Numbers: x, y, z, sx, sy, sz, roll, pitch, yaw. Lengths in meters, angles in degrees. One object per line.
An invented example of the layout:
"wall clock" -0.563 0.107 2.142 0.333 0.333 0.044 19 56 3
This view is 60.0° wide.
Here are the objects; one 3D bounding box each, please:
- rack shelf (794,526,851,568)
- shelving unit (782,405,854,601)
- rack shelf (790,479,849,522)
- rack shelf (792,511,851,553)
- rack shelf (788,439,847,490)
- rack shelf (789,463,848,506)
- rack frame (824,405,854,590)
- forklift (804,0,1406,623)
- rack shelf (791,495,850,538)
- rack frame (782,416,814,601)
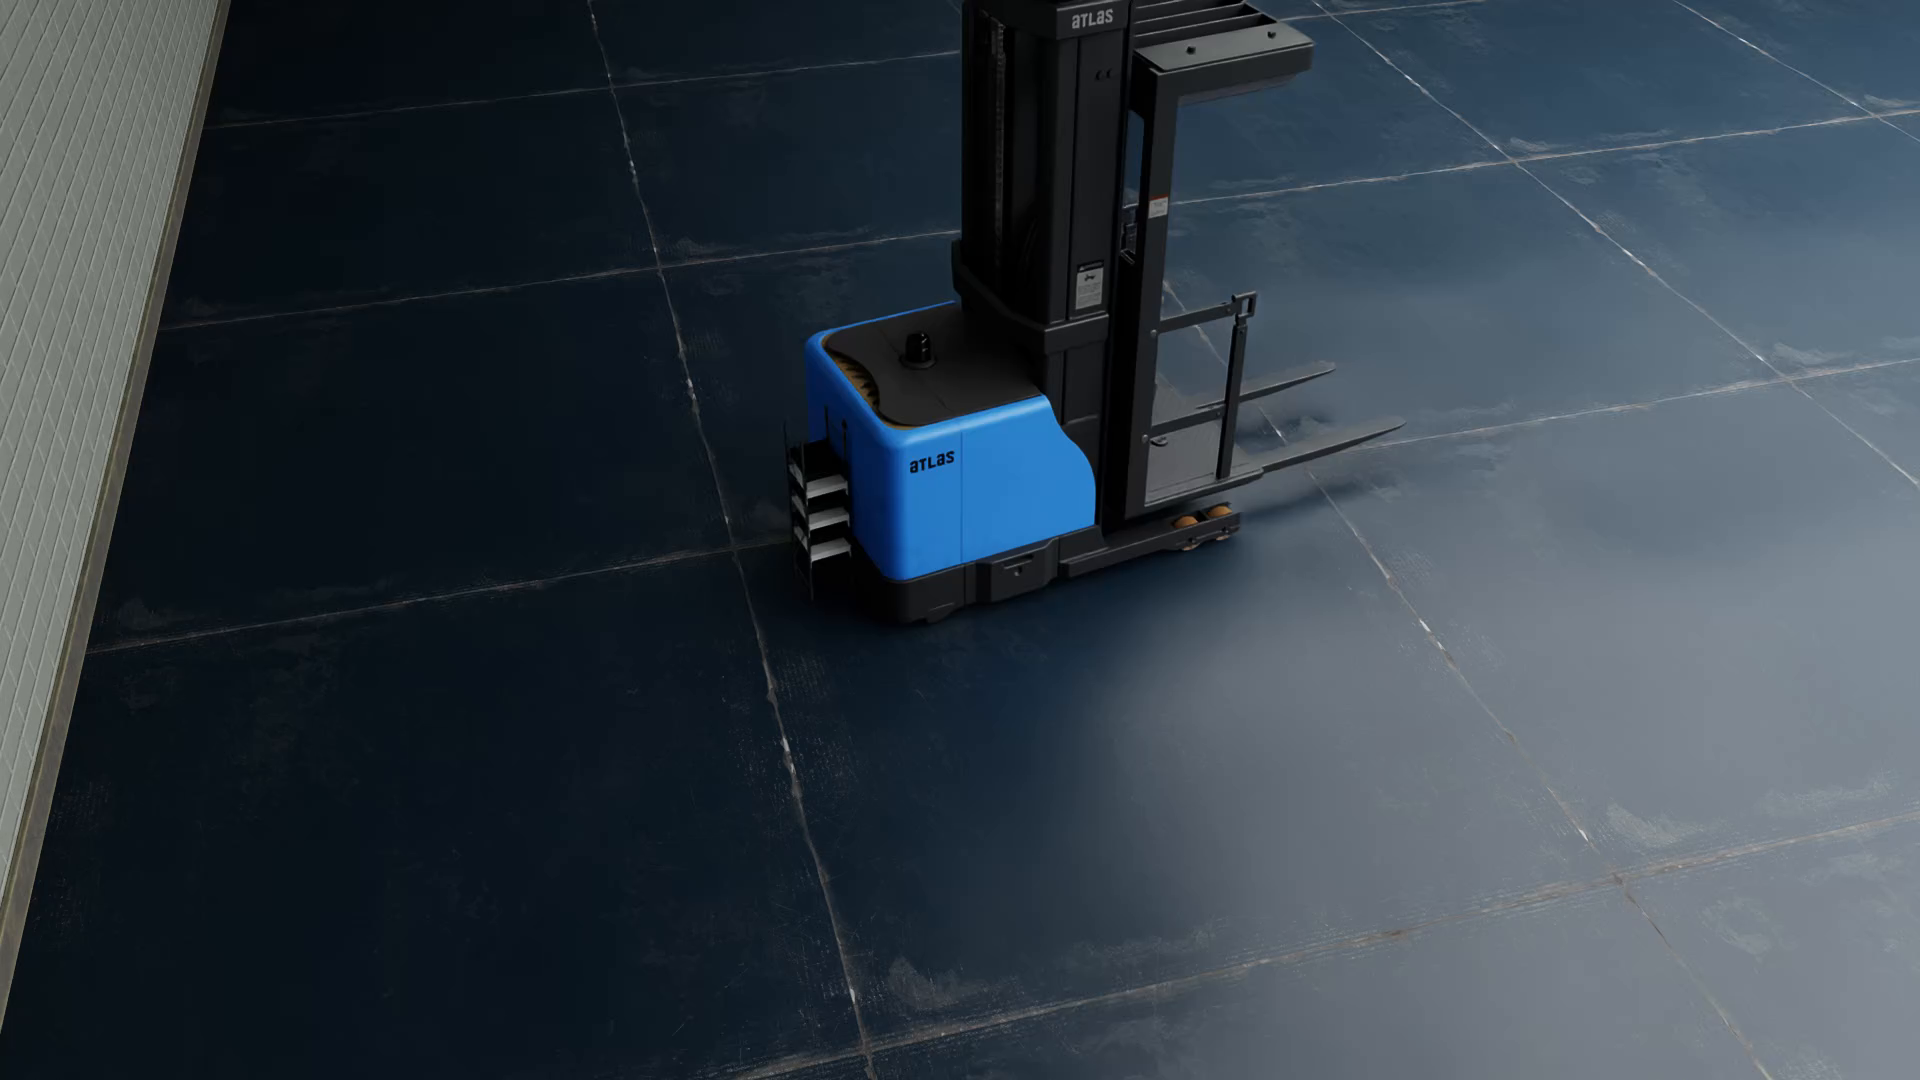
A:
"rack shelf" -0.652 0.009 7.828 0.200 0.077 0.258 -16 40 -20
"shelving unit" -0.652 -0.160 7.698 0.210 0.900 0.258 -16 40 -20
"rack shelf" -0.652 -0.205 7.664 0.200 0.077 0.258 -16 40 -20
"rack shelf" -0.652 -0.062 7.773 0.200 0.077 0.258 -16 40 -20
"rack shelf" -0.652 -0.348 7.554 0.200 0.077 0.258 -16 40 -20
"rack shelf" -0.652 -0.277 7.609 0.200 0.077 0.258 -16 40 -20
"rack frame" -0.561 -0.187 7.733 0.006 0.900 0.240 -16 40 -20
"forklift" 0.819 -1.387 7.630 3.031 2.935 1.130 -16 40 -20
"rack shelf" -0.652 -0.134 7.718 0.200 0.077 0.258 -16 40 -20
"rack frame" -0.744 -0.133 7.663 0.006 0.900 0.240 -16 40 -20
